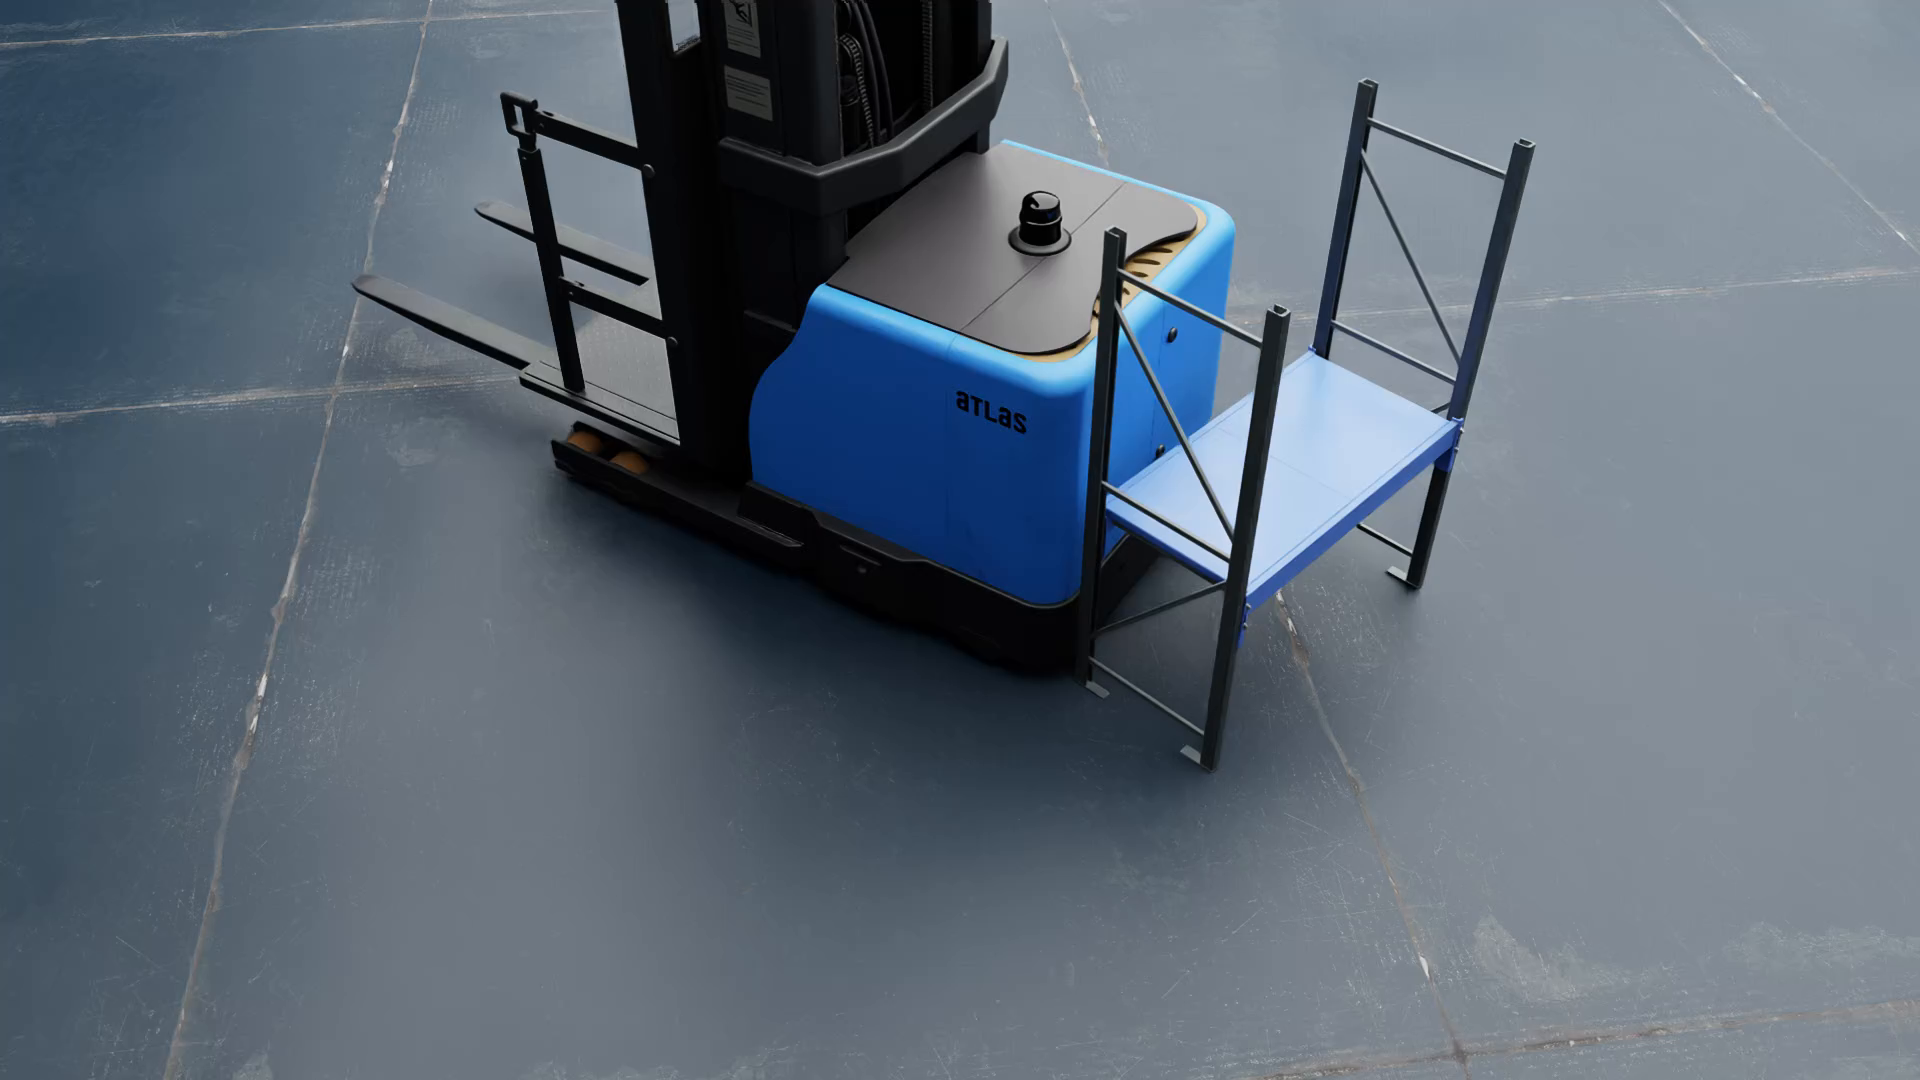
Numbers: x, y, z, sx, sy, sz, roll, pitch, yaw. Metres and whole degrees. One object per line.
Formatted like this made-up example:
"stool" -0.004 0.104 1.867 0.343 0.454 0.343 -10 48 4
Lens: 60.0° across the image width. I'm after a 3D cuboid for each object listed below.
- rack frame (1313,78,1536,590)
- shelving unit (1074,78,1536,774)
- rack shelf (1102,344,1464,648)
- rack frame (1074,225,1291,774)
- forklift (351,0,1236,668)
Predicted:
"rack frame" 1.229 -0.529 4.717 0.500 1.500 0.032 33 52 31
"shelving unit" 0.874 -0.285 4.446 0.538 1.500 1.048 33 52 31
"rack shelf" 0.874 -0.152 4.567 0.538 0.185 1.000 33 52 31
"rack frame" 0.519 -0.041 4.176 0.500 1.500 0.032 33 52 31
"forklift" -0.724 -1.484 4.707 3.031 2.935 1.130 23 47 24
